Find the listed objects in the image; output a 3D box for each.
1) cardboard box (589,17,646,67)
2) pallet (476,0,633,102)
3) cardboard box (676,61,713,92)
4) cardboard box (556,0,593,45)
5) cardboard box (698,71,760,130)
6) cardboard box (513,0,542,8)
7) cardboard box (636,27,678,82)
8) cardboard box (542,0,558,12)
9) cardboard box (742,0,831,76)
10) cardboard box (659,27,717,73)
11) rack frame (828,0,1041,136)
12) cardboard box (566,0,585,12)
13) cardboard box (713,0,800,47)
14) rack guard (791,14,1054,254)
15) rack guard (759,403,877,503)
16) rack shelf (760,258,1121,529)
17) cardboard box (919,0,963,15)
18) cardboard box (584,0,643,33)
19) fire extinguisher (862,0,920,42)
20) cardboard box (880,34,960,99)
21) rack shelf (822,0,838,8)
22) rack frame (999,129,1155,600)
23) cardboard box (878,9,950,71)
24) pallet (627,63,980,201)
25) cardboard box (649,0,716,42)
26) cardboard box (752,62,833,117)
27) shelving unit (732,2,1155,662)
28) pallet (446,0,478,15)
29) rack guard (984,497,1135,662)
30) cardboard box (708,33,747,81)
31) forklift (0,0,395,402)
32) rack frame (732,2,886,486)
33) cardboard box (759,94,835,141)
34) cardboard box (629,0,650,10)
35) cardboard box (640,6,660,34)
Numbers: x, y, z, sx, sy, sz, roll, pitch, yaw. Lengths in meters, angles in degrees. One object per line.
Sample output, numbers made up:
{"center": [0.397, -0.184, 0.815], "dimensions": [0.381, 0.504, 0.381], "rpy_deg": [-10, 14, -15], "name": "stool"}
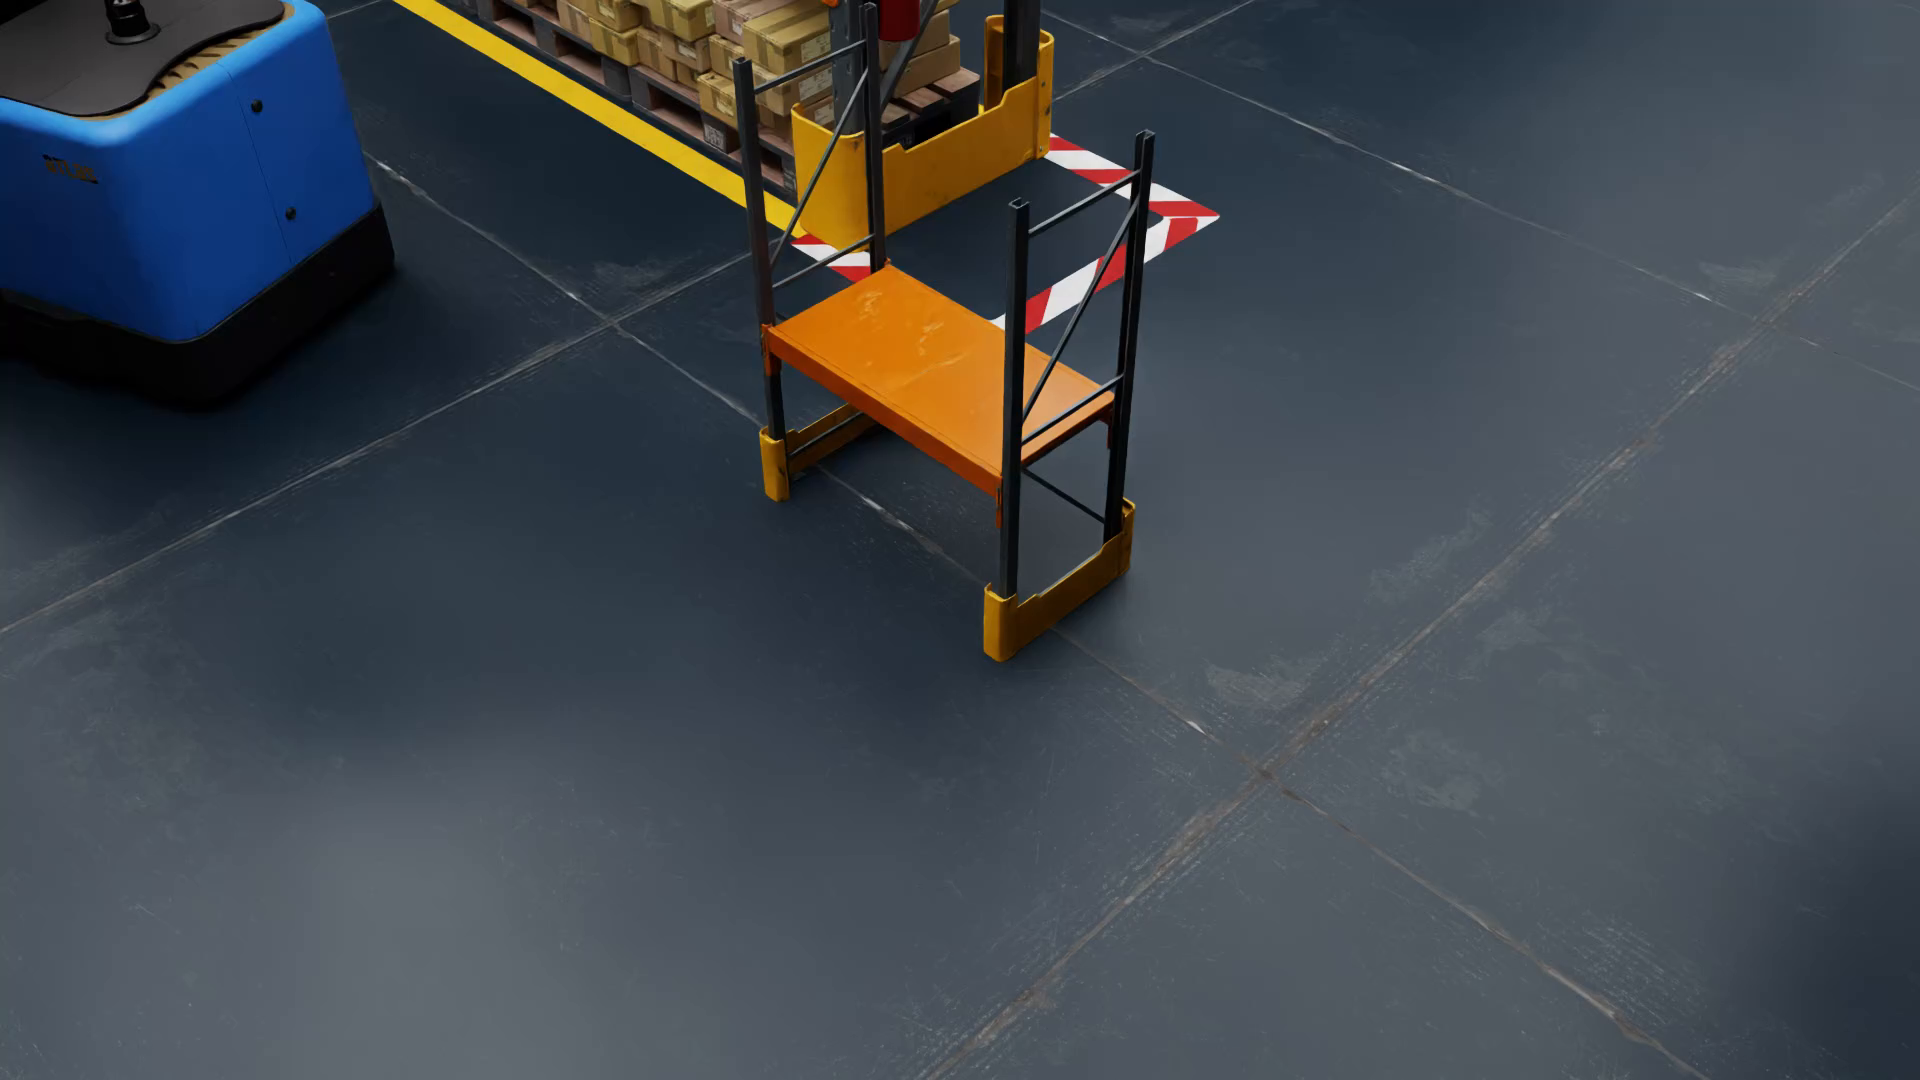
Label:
{"center": [-1.382, -2.230, 7.244], "dimensions": [0.250, 0.149, 0.380], "rpy_deg": [32, 51, 30], "name": "cardboard box"}
{"center": [-1.535, -2.527, 7.829], "dimensions": [1.003, 0.211, 1.213], "rpy_deg": [-34, 53, -31], "name": "pallet"}
{"center": [-0.973, -2.025, 7.022], "dimensions": [0.250, 0.149, 0.380], "rpy_deg": [34, 52, 31], "name": "cardboard box"}
{"center": [-1.560, -2.371, 7.397], "dimensions": [0.380, 0.149, 0.250], "rpy_deg": [-33, 52, -31], "name": "cardboard box"}
{"center": [-0.848, -1.857, 6.840], "dimensions": [0.380, 0.149, 0.250], "rpy_deg": [-32, 52, -30], "name": "cardboard box"}
{"center": [-1.925, -2.618, 7.664], "dimensions": [0.250, 0.149, 0.380], "rpy_deg": [33, 52, 30], "name": "cardboard box"}
{"center": [-1.157, -2.137, 7.144], "dimensions": [0.380, 0.149, 0.250], "rpy_deg": [-34, 52, -31], "name": "cardboard box"}
{"center": [-1.686, -2.528, 7.567], "dimensions": [0.380, 0.149, 0.250], "rpy_deg": [-33, 52, -30], "name": "cardboard box"}
{"center": [-0.628, -1.980, 6.535], "dimensions": [0.380, 0.149, 0.250], "rpy_deg": [-33, 52, -31], "name": "cardboard box"}
{"center": [-1.018, -2.103, 6.888], "dimensions": [0.250, 0.149, 0.380], "rpy_deg": [32, 52, 30], "name": "cardboard box"}
{"center": [-0.075, -2.521, 5.768], "dimensions": [1.000, 3.000, 0.127], "rpy_deg": [-34, 53, -31], "name": "rack frame"}
{"center": [-1.561, -2.478, 7.294], "dimensions": [0.380, 0.149, 0.250], "rpy_deg": [-31, 51, -29], "name": "cardboard box"}
{"center": [-0.765, -2.128, 6.696], "dimensions": [0.380, 0.149, 0.250], "rpy_deg": [-33, 52, -31], "name": "cardboard box"}
{"center": [-0.129, -1.640, 6.656], "dimensions": [1.175, 0.500, 0.348], "rpy_deg": [-34, 53, -31], "name": "rack guard"}
{"center": [-0.406, -0.368, 5.464], "dimensions": [0.587, 0.250, 0.087], "rpy_deg": [-34, 53, -31], "name": "rack guard"}
{"center": [-0.060, -0.460, 4.907], "dimensions": [0.538, 0.185, 1.000], "rpy_deg": [-34, 53, -31], "name": "rack shelf"}
{"center": [-0.205, -2.262, 6.840], "dimensions": [0.250, 0.149, 0.380], "rpy_deg": [32, 51, 30], "name": "cardboard box"}
{"center": [-1.393, -2.346, 7.151], "dimensions": [0.380, 0.149, 0.250], "rpy_deg": [-33, 52, -31], "name": "cardboard box"}
{"center": [-0.224, -2.014, 5.551], "dimensions": [0.296, 0.674, 0.183], "rpy_deg": [-34, 53, -31], "name": "fire extinguisher"}
{"center": [-0.219, -2.034, 7.032], "dimensions": [0.380, 0.149, 0.250], "rpy_deg": [-33, 52, -31], "name": "cardboard box"}
{"center": [-1.488, -3.218, 7.053], "dimensions": [1.077, 0.370, 4.000], "rpy_deg": [-34, 53, -31], "name": "rack shelf"}
{"center": [0.299, -0.348, 4.521], "dimensions": [0.500, 1.500, 0.032], "rpy_deg": [-34, 53, -31], "name": "rack frame"}
{"center": [-0.263, -2.113, 6.898], "dimensions": [0.380, 0.149, 0.250], "rpy_deg": [-32, 51, -30], "name": "cardboard box"}
{"center": [-0.678, -1.941, 7.195], "dimensions": [1.003, 0.211, 1.213], "rpy_deg": [-34, 53, -31], "name": "pallet"}
{"center": [-1.038, -2.192, 6.765], "dimensions": [0.250, 0.149, 0.380], "rpy_deg": [33, 52, 31], "name": "cardboard box"}
{"center": [-0.650, -1.855, 6.619], "dimensions": [0.250, 0.149, 0.380], "rpy_deg": [33, 52, 30], "name": "cardboard box"}
{"center": [-0.054, -0.587, 4.781], "dimensions": [0.587, 1.500, 1.083], "rpy_deg": [-34, 53, -31], "name": "shelving unit"}
{"center": [-2.401, -3.114, 8.464], "dimensions": [1.003, 0.211, 1.213], "rpy_deg": [-34, 53, -31], "name": "pallet"}
{"center": [0.298, 0.111, 4.946], "dimensions": [0.587, 0.250, 0.087], "rpy_deg": [-34, 53, -31], "name": "rack guard"}
{"center": [-0.796, -2.006, 6.783], "dimensions": [0.250, 0.149, 0.380], "rpy_deg": [33, 52, 31], "name": "cardboard box"}
{"center": [-3.701, -2.224, 5.497], "dimensions": [3.031, 2.935, 1.130], "rpy_deg": [17, 45, 18], "name": "forklift"}
{"center": [-0.419, -0.836, 5.050], "dimensions": [0.500, 1.500, 0.032], "rpy_deg": [-34, 53, -31], "name": "rack frame"}
{"center": [-0.595, -1.782, 6.759], "dimensions": [0.380, 0.149, 0.250], "rpy_deg": [-33, 52, -31], "name": "cardboard box"}
{"center": [-1.176, -2.347, 6.932], "dimensions": [0.250, 0.149, 0.380], "rpy_deg": [32, 52, 30], "name": "cardboard box"}
{"center": [-1.135, -2.282, 7.081], "dimensions": [0.250, 0.149, 0.380], "rpy_deg": [34, 52, 31], "name": "cardboard box"}
